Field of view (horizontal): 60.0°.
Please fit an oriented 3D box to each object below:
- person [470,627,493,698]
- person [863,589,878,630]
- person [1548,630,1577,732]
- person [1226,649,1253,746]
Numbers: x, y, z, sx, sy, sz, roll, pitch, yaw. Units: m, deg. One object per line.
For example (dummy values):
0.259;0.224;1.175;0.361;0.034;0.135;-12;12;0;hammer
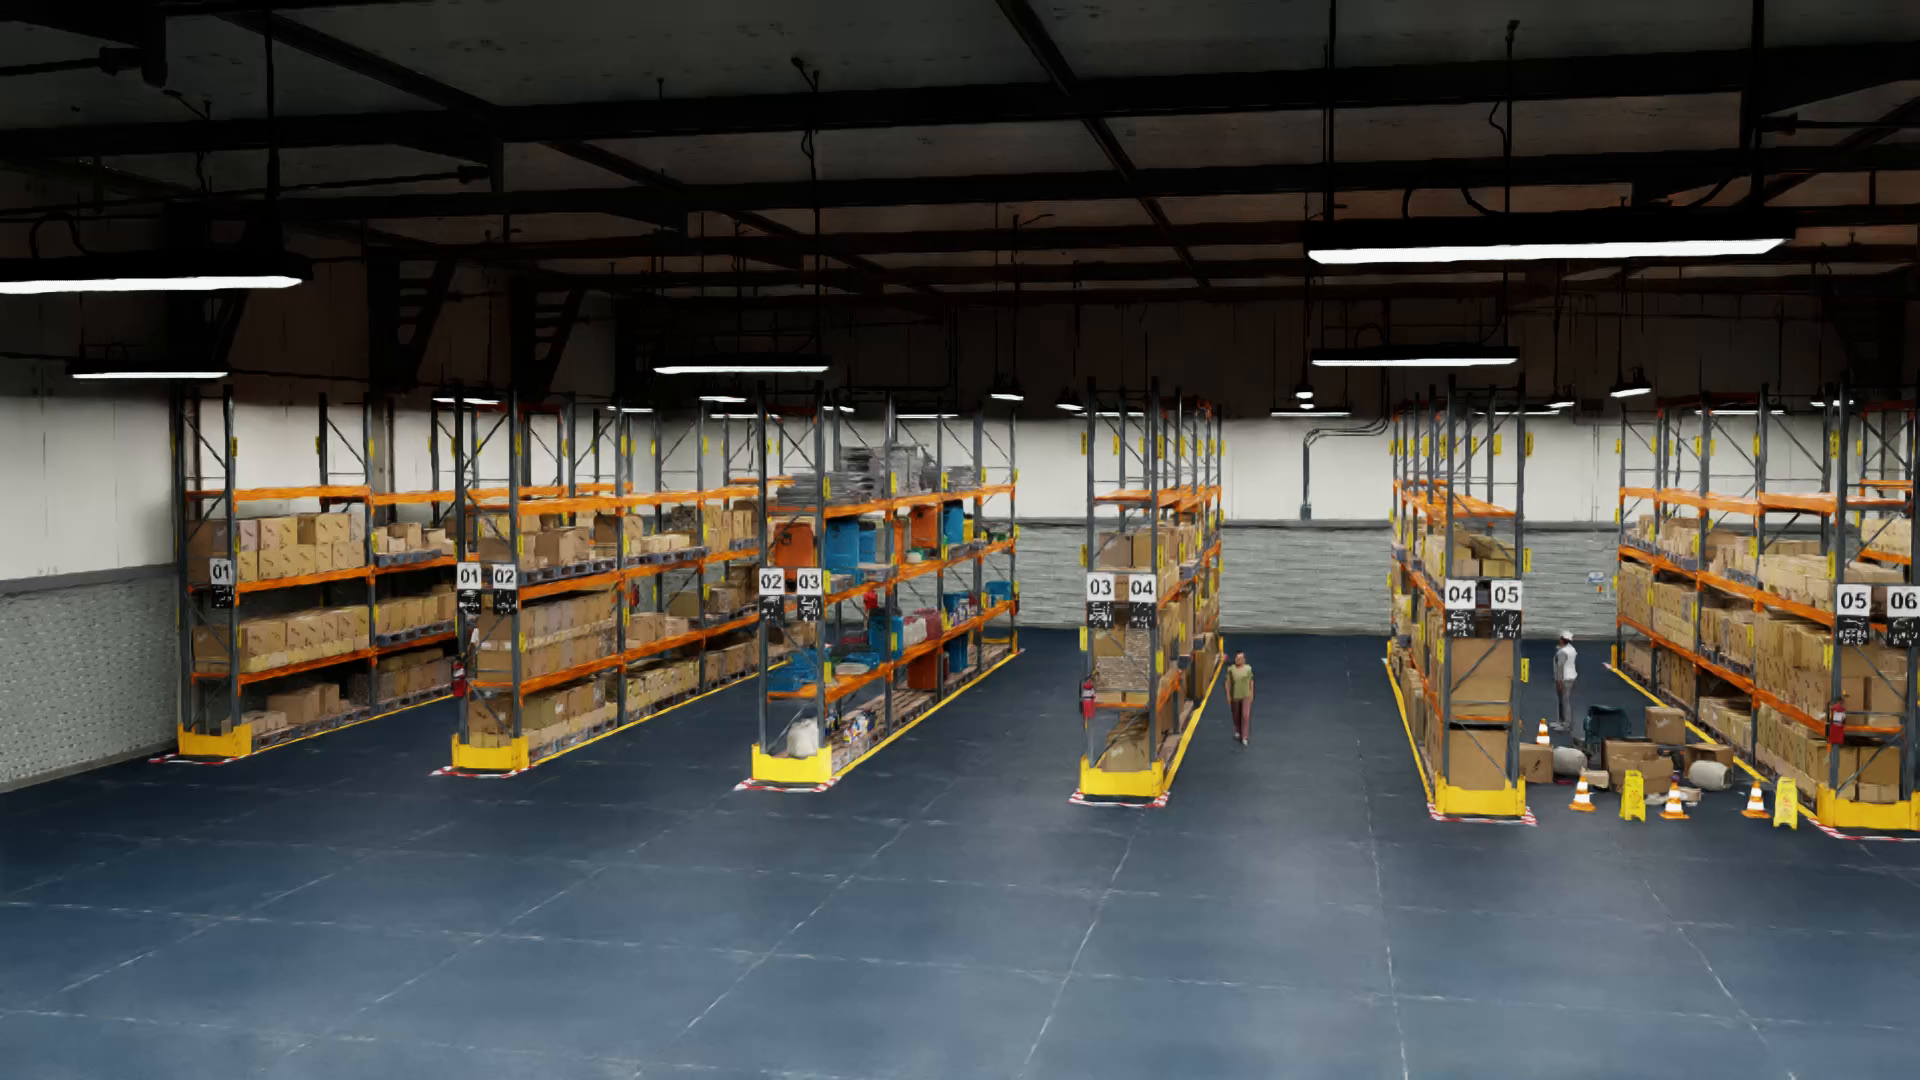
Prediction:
-9.415;2.294;32.980;0.569;1.709;1.034;0;3;3;person
-2.188;1.830;41.013;0.415;1.736;0.640;2;4;27;person
10.610;2.463;29.317;0.494;1.775;0.578;3;4;41;person
4.698;2.623;28.001;0.448;1.590;1.110;1;3;14;person
